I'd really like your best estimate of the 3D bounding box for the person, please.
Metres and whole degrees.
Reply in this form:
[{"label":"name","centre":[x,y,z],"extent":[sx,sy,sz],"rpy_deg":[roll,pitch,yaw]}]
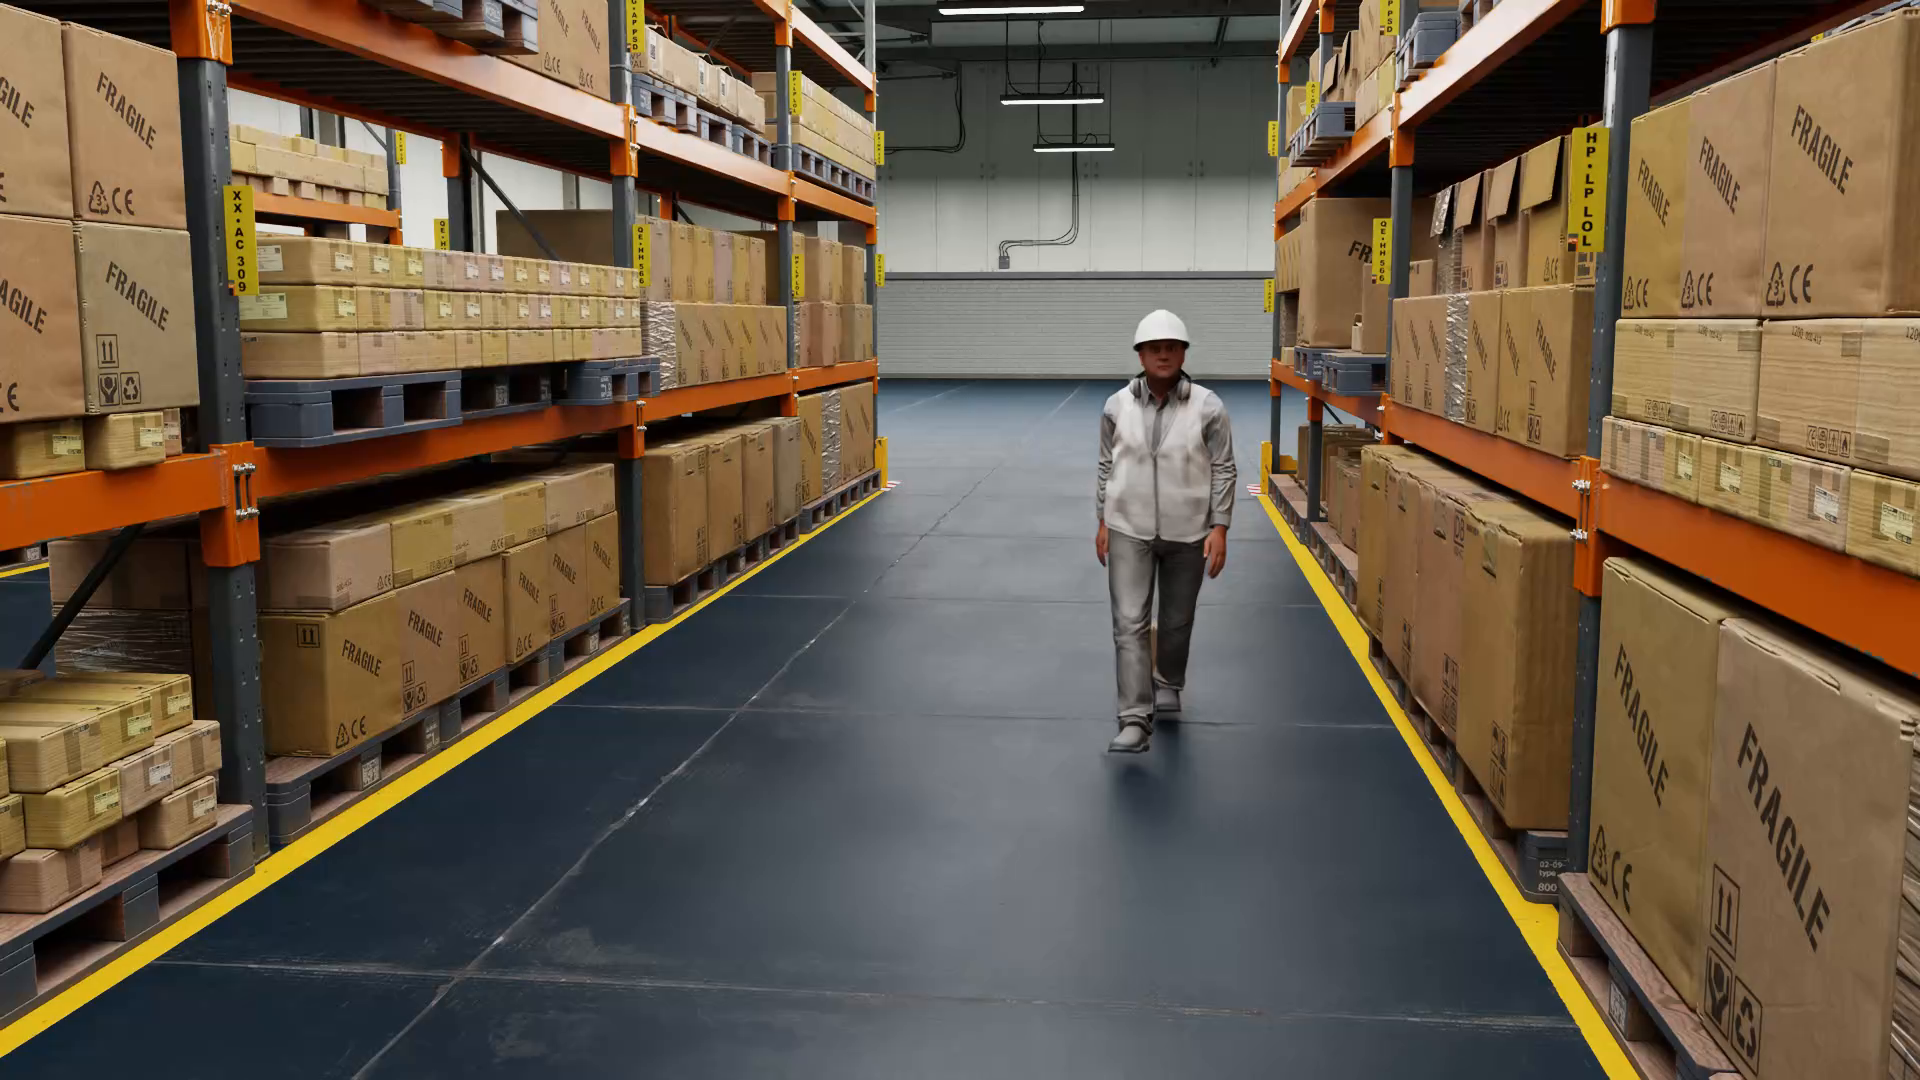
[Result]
[{"label":"person","centre":[0.808,-0.054,6.644],"extent":[0.551,1.713,1.057],"rpy_deg":[1,8,8]}]
